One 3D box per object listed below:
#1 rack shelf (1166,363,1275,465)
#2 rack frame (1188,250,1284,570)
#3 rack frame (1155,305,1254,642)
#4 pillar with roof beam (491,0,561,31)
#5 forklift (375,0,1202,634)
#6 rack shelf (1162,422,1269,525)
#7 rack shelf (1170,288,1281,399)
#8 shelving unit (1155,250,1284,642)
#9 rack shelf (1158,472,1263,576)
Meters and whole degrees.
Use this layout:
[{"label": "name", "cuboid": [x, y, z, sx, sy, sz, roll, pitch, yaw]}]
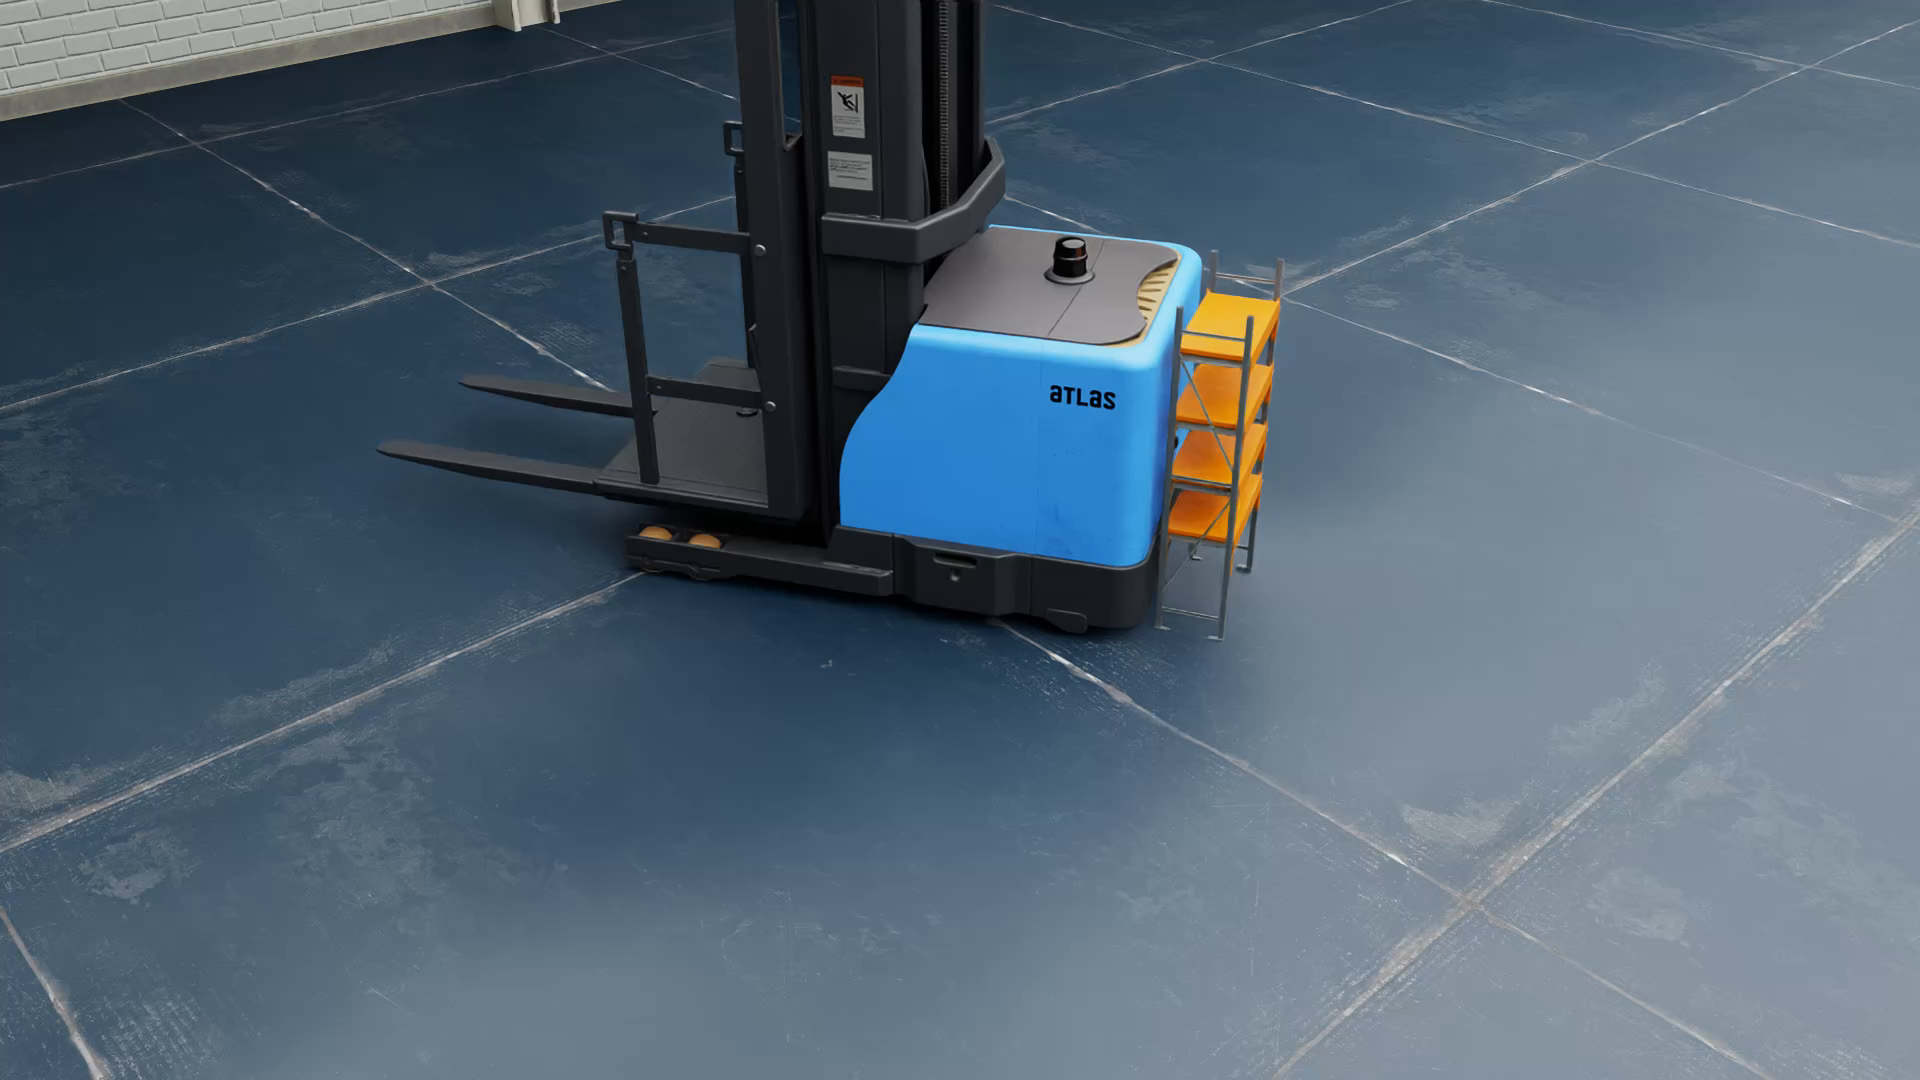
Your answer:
[{"label": "rack shelf", "cuboid": [0.867, -0.442, 5.521, 0.258, 0.148, 0.480, 10, 33, 17]}, {"label": "rack frame", "cuboid": [0.951, -0.428, 5.798, 0.240, 1.200, 0.015, 10, 33, 17]}, {"label": "rack frame", "cuboid": [0.785, -0.188, 5.407, 0.240, 1.200, 0.015, 10, 33, 17]}, {"label": "pillar with roof beam", "cuboid": [-0.378, -6.145, 7.673, 0.400, 9.000, 9.100, -26, 40, -35]}, {"label": "forklift", "cuboid": [-0.704, -1.357, 5.660, 3.031, 2.935, 1.130, 9, 32, 14]}, {"label": "rack shelf", "cuboid": [0.868, -0.251, 5.637, 0.258, 0.148, 0.480, 10, 33, 17]}, {"label": "rack shelf", "cuboid": [0.866, -0.644, 5.398, 0.258, 0.148, 0.480, 10, 33, 17]}, {"label": "shelving unit", "cuboid": [0.868, -0.308, 5.602, 0.258, 1.200, 0.503, 10, 33, 17]}, {"label": "rack shelf", "cuboid": [0.869, -0.081, 5.740, 0.258, 0.148, 0.480, 10, 33, 17]}]
